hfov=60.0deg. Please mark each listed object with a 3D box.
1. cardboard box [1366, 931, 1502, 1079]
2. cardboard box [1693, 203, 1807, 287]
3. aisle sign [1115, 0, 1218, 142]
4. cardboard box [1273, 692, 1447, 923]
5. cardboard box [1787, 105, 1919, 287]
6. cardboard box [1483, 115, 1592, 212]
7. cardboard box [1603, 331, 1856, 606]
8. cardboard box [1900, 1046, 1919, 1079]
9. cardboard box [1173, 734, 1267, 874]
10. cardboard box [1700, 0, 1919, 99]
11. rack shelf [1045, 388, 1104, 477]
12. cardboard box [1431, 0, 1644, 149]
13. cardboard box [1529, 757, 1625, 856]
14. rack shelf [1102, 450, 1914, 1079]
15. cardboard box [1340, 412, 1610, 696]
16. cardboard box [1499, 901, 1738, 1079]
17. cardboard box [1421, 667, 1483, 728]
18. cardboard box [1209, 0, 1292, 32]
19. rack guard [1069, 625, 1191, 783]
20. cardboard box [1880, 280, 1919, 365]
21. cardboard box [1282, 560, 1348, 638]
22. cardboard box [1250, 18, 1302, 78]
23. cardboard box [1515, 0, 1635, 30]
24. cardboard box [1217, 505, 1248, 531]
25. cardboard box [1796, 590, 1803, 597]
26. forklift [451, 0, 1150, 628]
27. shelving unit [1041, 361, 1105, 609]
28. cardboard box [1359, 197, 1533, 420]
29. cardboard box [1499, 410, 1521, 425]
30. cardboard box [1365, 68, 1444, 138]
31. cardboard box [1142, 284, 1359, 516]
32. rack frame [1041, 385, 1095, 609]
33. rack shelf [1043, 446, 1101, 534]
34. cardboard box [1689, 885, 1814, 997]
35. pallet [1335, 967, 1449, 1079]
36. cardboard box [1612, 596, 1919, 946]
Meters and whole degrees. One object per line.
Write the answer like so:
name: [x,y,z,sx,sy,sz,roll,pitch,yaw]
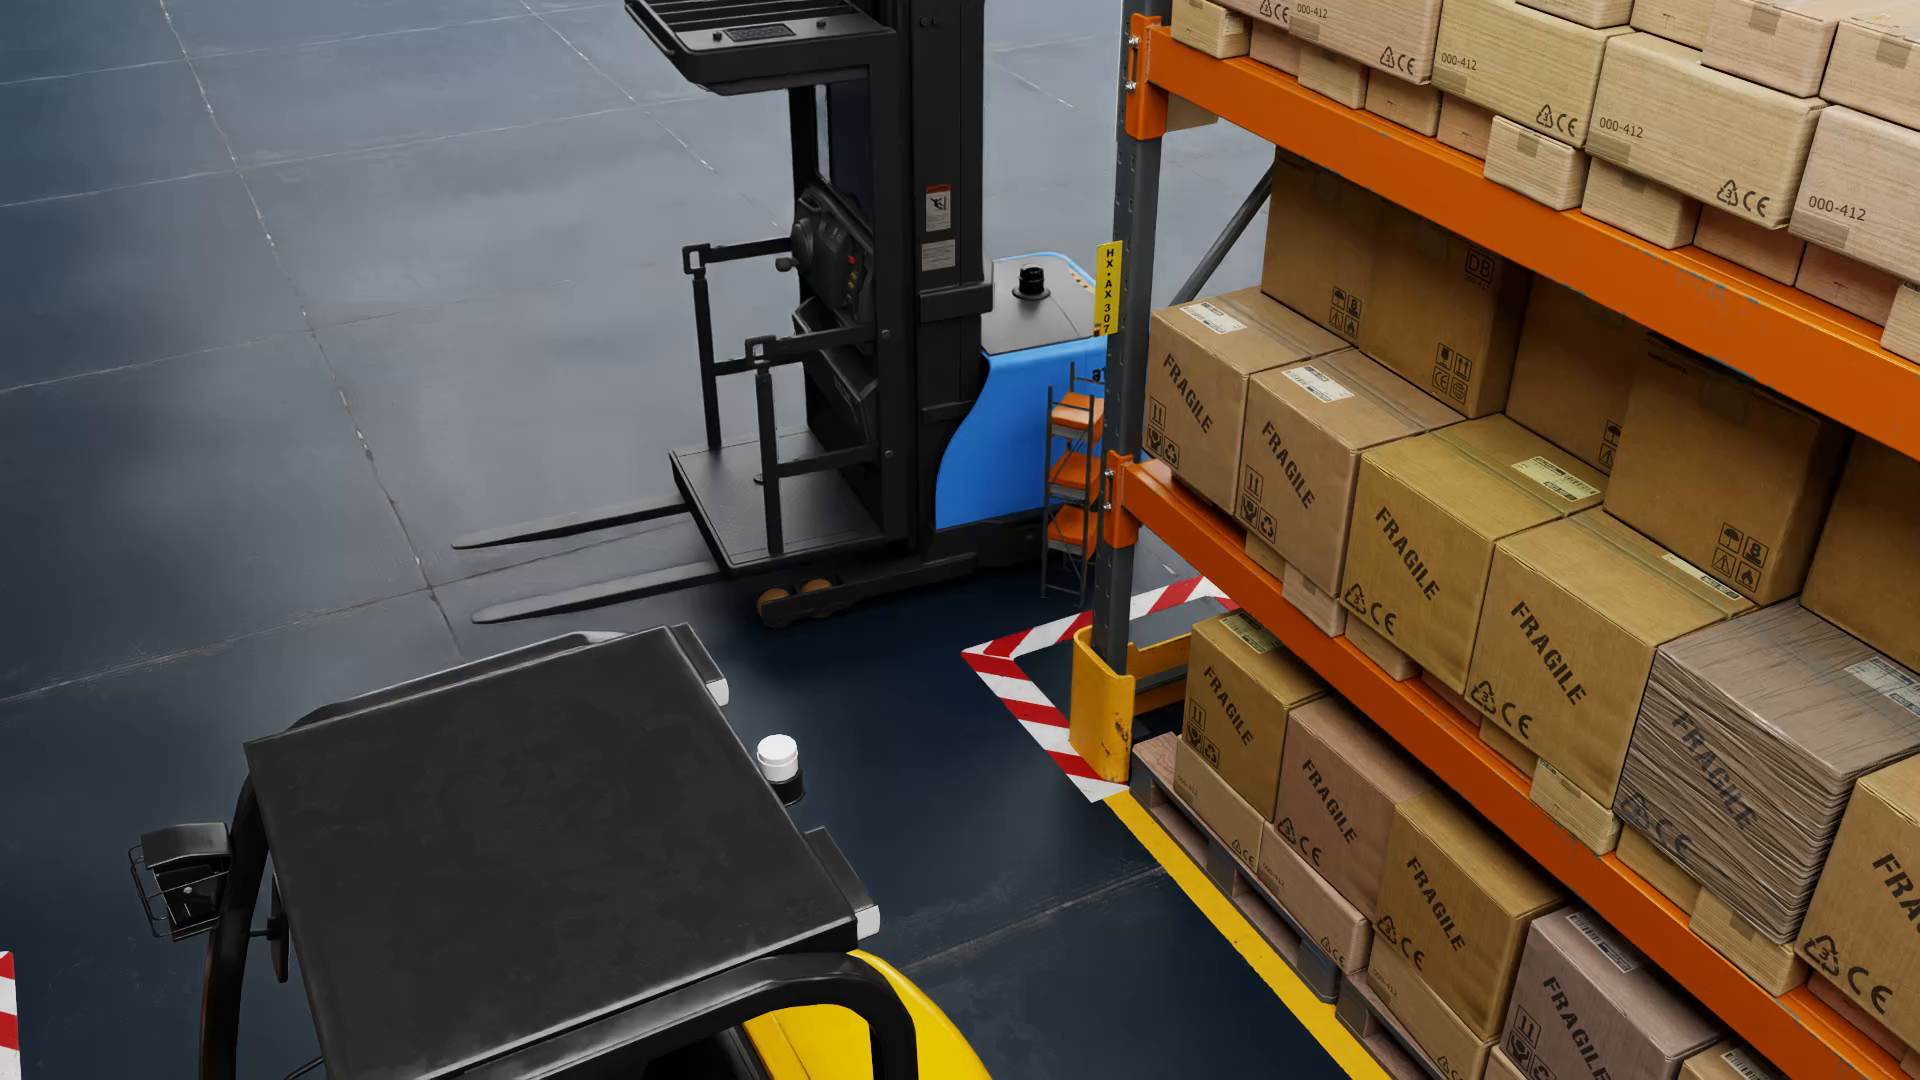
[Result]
cardboard box: [1.595,1.345,5.029,0.500,0.250,0.500,-13,35,-20]
cardboard box: [1.778,-0.677,3.478,0.380,0.149,0.250,-16,36,-24]
aisle sign: [0.663,-1.639,5.118,0.394,0.787,0.004,-16,36,-23]
cardboard box: [1.357,0.786,5.206,0.500,0.500,0.500,-17,36,-25]
cardboard box: [1.926,-0.640,3.051,0.500,0.250,0.500,-16,36,-24]
cardboard box: [1.440,-0.894,3.818,0.380,0.149,0.250,-15,36,-23]
cardboard box: [2.066,-0.258,4.077,0.700,0.500,0.500,-16,36,-23]
cardboard box: [2.237,1.084,3.511,0.380,0.149,0.250,-16,36,-23]
cardboard box: [1.098,0.843,5.814,0.500,0.250,0.500,-16,36,-23]
cardboard box: [1.683,-0.989,3.227,0.380,0.149,0.250,-15,36,-22]
rack shelf: [0.503,-0.454,6.979,0.215,0.259,0.240,14,35,21]
cardboard box: [1.454,-1.128,3.812,0.500,0.250,0.500,-15,35,-22]
cardboard box: [1.691,0.618,4.238,0.380,0.149,0.250,-16,36,-23]
rack shelf: [1.899,0.665,4.599,1.077,0.370,4.000,-16,36,-23]
cardboard box: [1.425,0.025,4.562,0.500,0.500,0.500,-17,36,-24]
cardboard box: [1.841,1.281,4.435,0.500,0.500,0.500,-14,35,-21]
cardboard box: [1.528,0.350,4.656,0.380,0.149,0.250,-15,35,-22]
cardboard box: [0.965,-1.611,4.567,0.500,0.250,0.500,-17,36,-24]
rack guard: [1.002,0.496,6.512,1.175,0.500,0.348,-16,36,-23]
cardboard box: [1.947,-0.410,3.061,0.380,0.149,0.250,-15,36,-22]
cardboard box: [1.202,0.124,5.009,0.380,0.149,0.250,-15,36,-22]
cardboard box: [1.036,-1.407,4.618,0.380,0.149,0.250,-17,36,-25]
cardboard box: [1.446,-1.236,3.612,0.380,0.149,0.250,-15,36,-22]
cardboard box: [1.072,-0.156,5.446,0.380,0.149,0.250,-15,36,-22]
cardboard box: [2.143,0.156,4.358,0.500,0.500,0.500,-15,36,-23]
forklift: [-0.716,-1.180,6.875,3.031,2.935,1.130,-12,35,-18]
shelving unit: [0.502,-0.224,7.126,0.215,1.050,0.252,14,35,21]
cardboard box: [1.627,-0.749,4.843,0.700,0.500,0.500,-16,36,-23]
cardboard box: [1.693,-0.330,5.117,0.500,0.500,0.500,-16,36,-23]
cardboard box: [1.266,-1.160,4.233,0.380,0.149,0.250,-16,36,-23]
cardboard box: [0.942,-0.464,5.326,0.500,0.500,0.500,-16,36,-24]
rack frame: [0.450,-0.165,7.033,0.200,1.050,0.008,14,35,21]
rack shelf: [0.502,-0.215,7.132,0.215,0.259,0.240,14,35,21]
cardboard box: [1.935,0.861,3.858,0.380,0.149,0.250,-16,36,-24]
pallet: [1.914,1.596,5.064,1.003,0.211,1.213,-16,36,-23]
cardboard box: [1.912,0.509,3.807,0.500,0.500,0.500,-15,36,-22]
